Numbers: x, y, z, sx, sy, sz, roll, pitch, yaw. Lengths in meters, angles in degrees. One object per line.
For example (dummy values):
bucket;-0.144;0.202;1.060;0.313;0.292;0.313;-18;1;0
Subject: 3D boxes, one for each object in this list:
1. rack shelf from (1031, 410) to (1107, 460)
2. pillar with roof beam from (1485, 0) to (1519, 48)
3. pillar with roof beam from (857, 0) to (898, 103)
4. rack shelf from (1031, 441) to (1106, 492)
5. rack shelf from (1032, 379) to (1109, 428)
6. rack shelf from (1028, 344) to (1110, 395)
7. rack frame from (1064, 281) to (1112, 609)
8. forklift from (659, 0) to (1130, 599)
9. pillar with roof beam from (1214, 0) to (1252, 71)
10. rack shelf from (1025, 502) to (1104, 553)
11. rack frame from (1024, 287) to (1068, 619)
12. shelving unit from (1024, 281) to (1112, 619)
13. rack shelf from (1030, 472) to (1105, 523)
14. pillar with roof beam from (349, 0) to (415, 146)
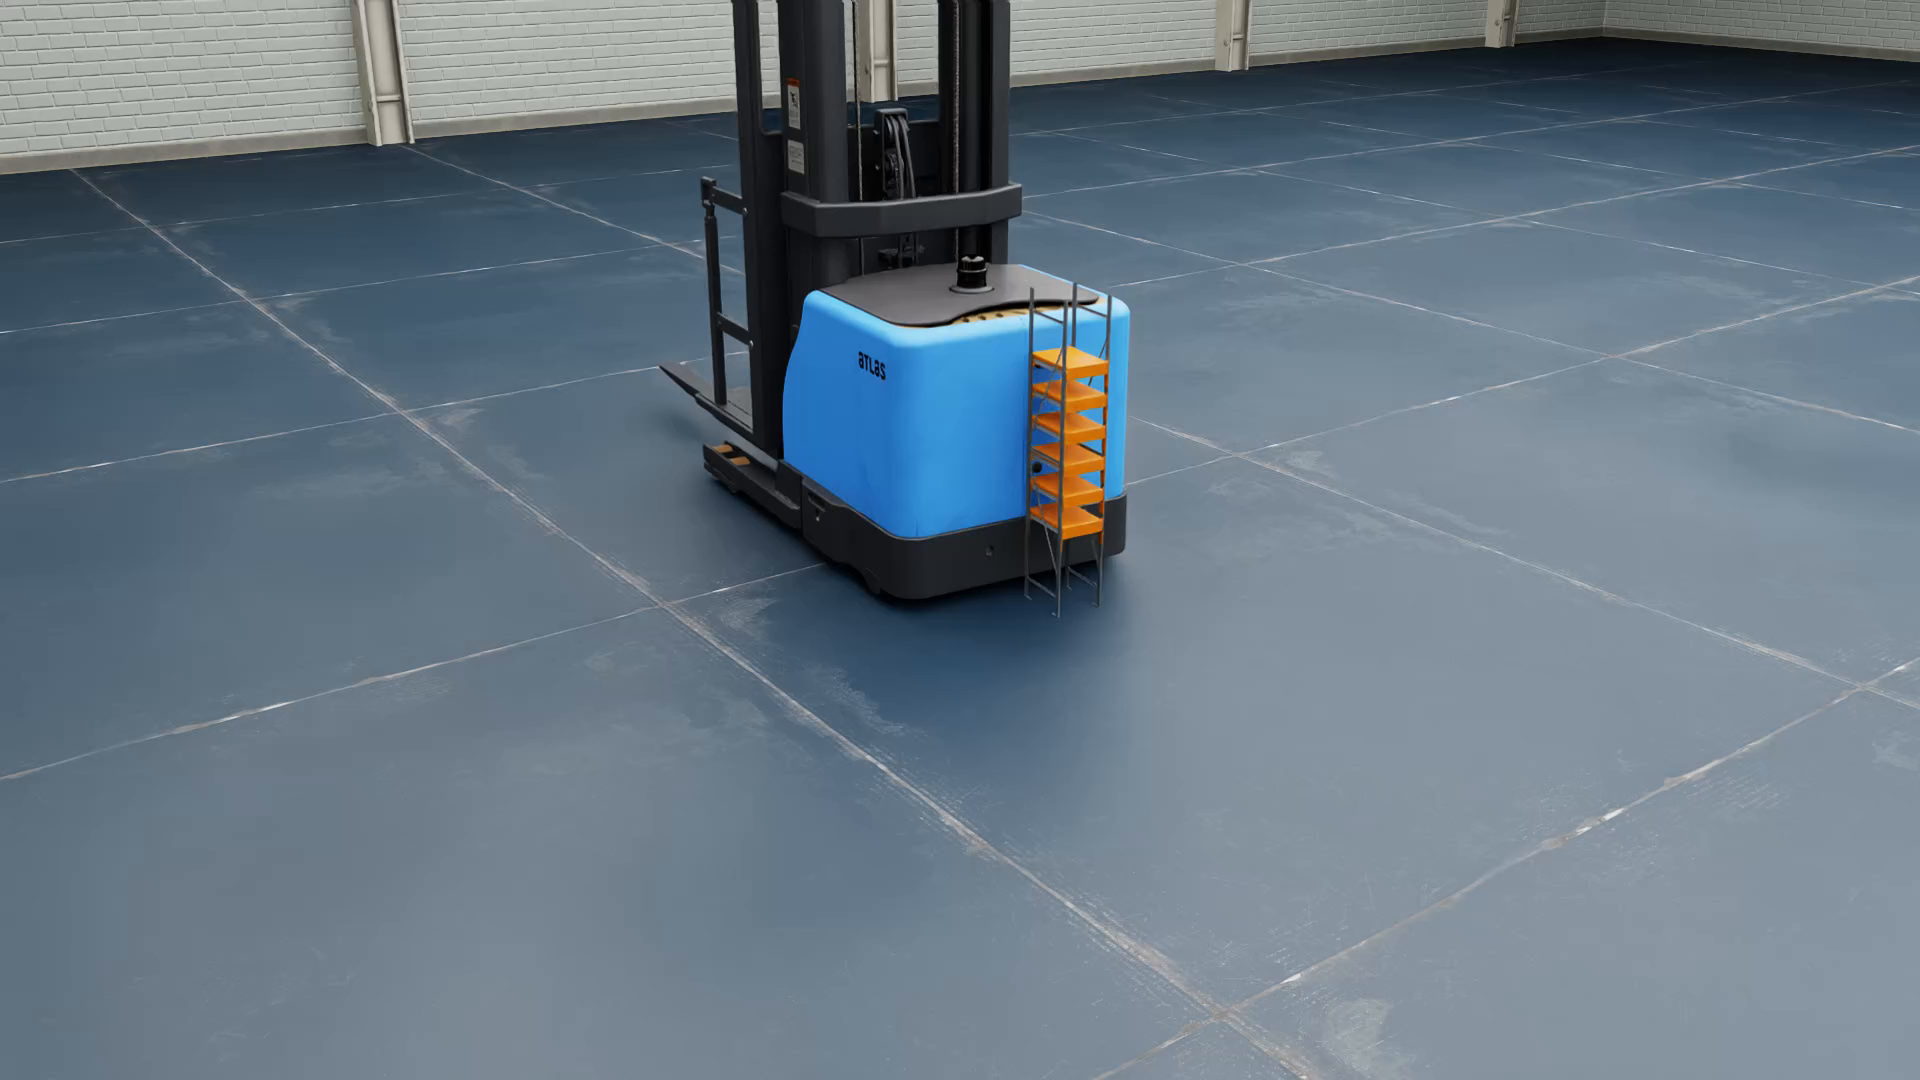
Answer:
rack shelf;0.388;-0.390;6.048;0.180;0.103;0.258;-12;25;-27
pillar with roof beam;11.245;-10.888;22.040;0.400;9.000;9.100;-15;26;-33
pillar with roof beam;1.504;-8.291;15.531;0.400;9.000;9.100;-15;26;-33
rack shelf;0.388;-0.278;6.093;0.180;0.103;0.258;-12;25;-27
rack shelf;0.389;-0.501;6.003;0.180;0.103;0.258;-12;25;-27
rack shelf;0.389;-0.612;5.958;0.180;0.103;0.258;-12;25;-27
rack frame;0.467;-0.336;6.118;0.006;1.200;0.240;-12;25;-27
forklift;-0.511;-1.643;7.059;1.130;2.935;3.031;-12;25;-28
pillar with roof beam;6.374;-9.589;18.785;0.400;9.000;9.100;-15;26;-33
rack shelf;0.387;-0.056;6.183;0.180;0.103;0.258;-12;25;-27
rack frame;0.309;-0.303;6.034;0.006;1.200;0.240;-12;25;-27
shelving unit;0.388;-0.319;6.076;0.189;1.200;0.258;-12;25;-27
rack shelf;0.388;-0.167;6.138;0.180;0.103;0.258;-12;25;-27
pillar with roof beam;-3.367;-6.992;12.276;0.400;9.000;9.100;-15;26;-33
